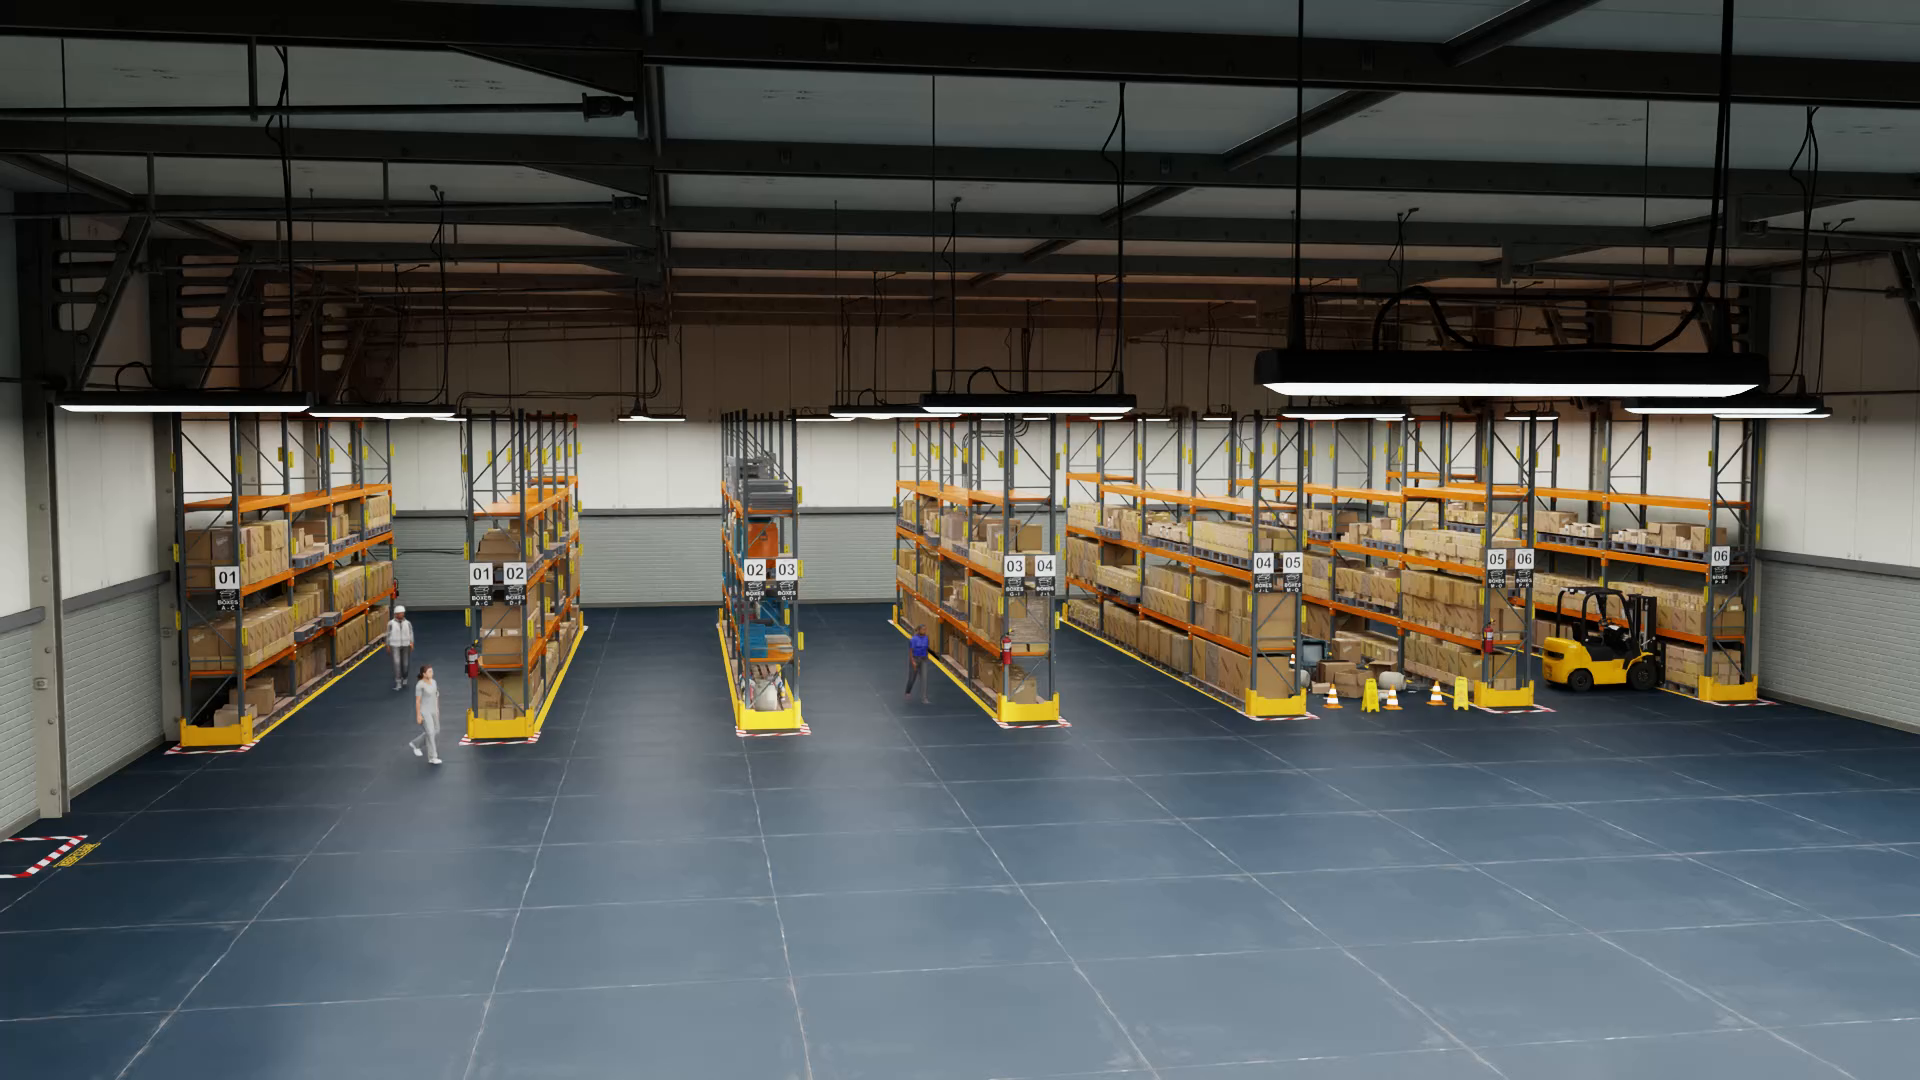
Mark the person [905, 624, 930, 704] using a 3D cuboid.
[{"bbox_3d":[-0.831,2.525,34.225,0.531,1.611,0.904,-3,5,-33],"label":"person"}]

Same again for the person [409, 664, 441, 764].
[{"bbox_3d":[-9.028,2.920,28.166,0.801,1.649,0.498,2,4,26],"label":"person"}]

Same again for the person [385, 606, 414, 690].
[{"bbox_3d":[-12.139,2.342,36.161,0.572,1.771,0.768,-2,5,-32],"label":"person"}]
